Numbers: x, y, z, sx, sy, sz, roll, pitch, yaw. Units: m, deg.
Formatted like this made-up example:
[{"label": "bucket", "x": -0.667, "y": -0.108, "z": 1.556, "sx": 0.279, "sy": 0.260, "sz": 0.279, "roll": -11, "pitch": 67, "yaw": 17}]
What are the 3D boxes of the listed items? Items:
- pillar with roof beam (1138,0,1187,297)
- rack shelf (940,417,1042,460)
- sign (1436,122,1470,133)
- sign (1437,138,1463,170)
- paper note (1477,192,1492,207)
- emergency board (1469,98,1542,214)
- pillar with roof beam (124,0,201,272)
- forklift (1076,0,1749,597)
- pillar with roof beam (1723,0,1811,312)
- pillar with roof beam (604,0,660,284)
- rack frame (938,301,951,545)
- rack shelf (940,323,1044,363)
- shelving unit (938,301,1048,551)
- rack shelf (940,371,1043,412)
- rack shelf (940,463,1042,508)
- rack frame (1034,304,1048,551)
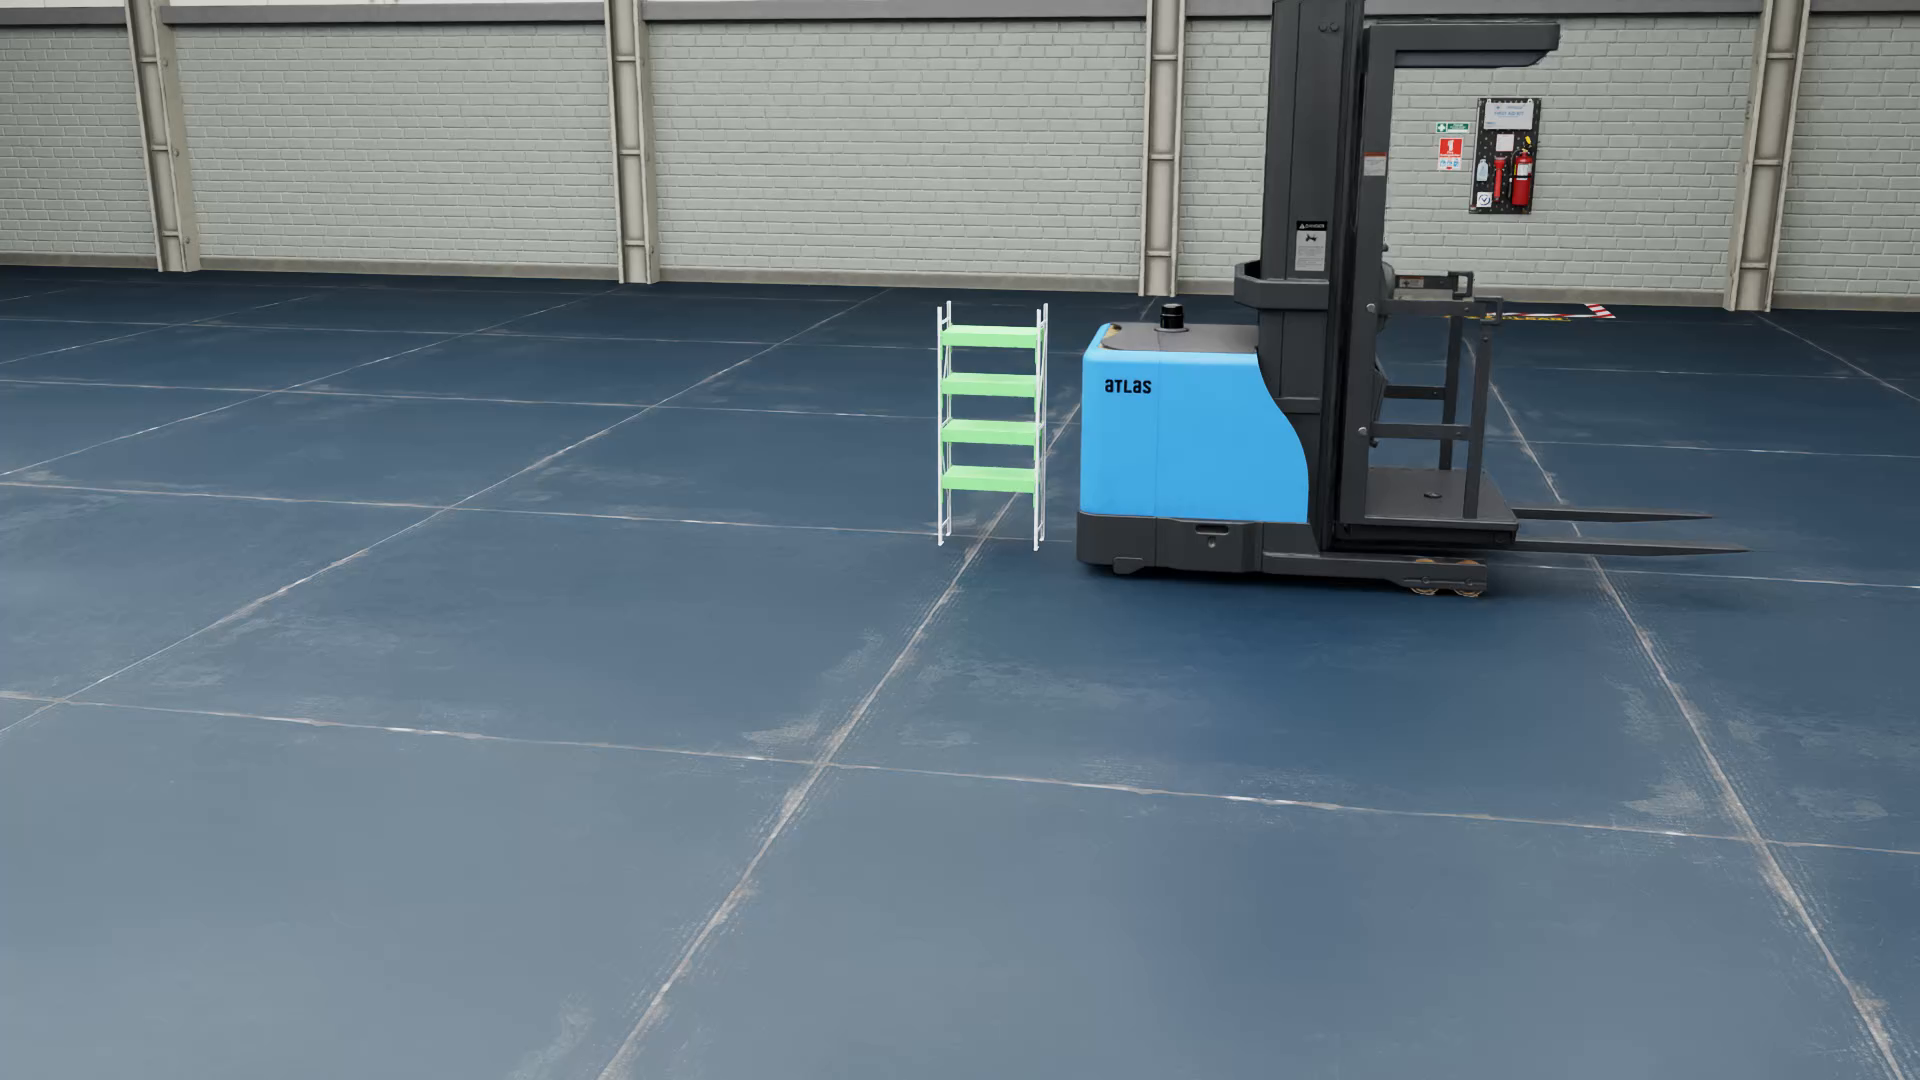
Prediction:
[{"label": "pillar with roof beam", "x": 1.304, "y": -5.890, "z": 12.899, "sx": 0.400, "sy": 9.000, "sz": 9.100, "roll": 3, "pitch": 16, "yaw": 11}, {"label": "rack shelf", "x": 0.162, "y": -0.508, "z": 8.317, "sx": 0.480, "sy": 0.148, "sz": 0.258, "roll": 3, "pitch": 16, "yaw": 11}, {"label": "sign", "x": 5.109, "y": -4.274, "z": 17.242, "sx": 0.331, "sy": 0.109, "sz": 0.001, "roll": 3, "pitch": 16, "yaw": 11}, {"label": "sign", "x": 5.107, "y": -4.021, "z": 17.322, "sx": 0.234, "sy": 0.329, "sz": 0.001, "roll": 3, "pitch": 16, "yaw": 11}, {"label": "paper note", "x": 5.468, "y": -3.550, "z": 17.340, "sx": 0.142, "sy": 0.148, "sz": 0.016, "roll": 3, "pitch": 16, "yaw": 11}, {"label": "emergency board", "x": 5.628, "y": -3.947, "z": 17.124, "sx": 0.643, "sy": 1.169, "sz": 0.194, "roll": 3, "pitch": 16, "yaw": 11}, {"label": "pillar with roof beam", "x": -10.455, "y": -6.529, "z": 15.203, "sx": 0.400, "sy": 9.000, "sz": 9.100, "roll": 3, "pitch": 16, "yaw": 11}, {"label": "forklift", "x": 2.118, "y": -1.306, "z": 7.715, "sx": 3.031, "sy": 2.935, "sz": 1.130, "roll": 3, "pitch": 16, "yaw": 9}, {"label": "pillar with roof beam", "x": 7.184, "y": -5.571, "z": 11.747, "sx": 0.400, "sy": 9.000, "sz": 9.100, "roll": 3, "pitch": 16, "yaw": 11}, {"label": "pillar with roof beam", "x": -4.575, "y": -6.209, "z": 14.051, "sx": 0.400, "sy": 9.000, "sz": 9.100, "roll": 3, "pitch": 16, "yaw": 11}, {"label": "rack frame", "x": -0.077, "y": -0.582, "z": 8.347, "sx": 0.015, "sy": 1.200, "sz": 0.240, "roll": 3, "pitch": 16, "yaw": 11}, {"label": "rack shelf", "x": 0.162, "y": -0.970, "z": 8.189, "sx": 0.480, "sy": 0.148, "sz": 0.258, "roll": 3, "pitch": 16, "yaw": 11}, {"label": "shelving unit", "x": 0.162, "y": -0.569, "z": 8.300, "sx": 0.503, "sy": 1.200, "sz": 0.258, "roll": 3, "pitch": 16, "yaw": 11}, {"label": "rack shelf", "x": 0.162, "y": -0.739, "z": 8.253, "sx": 0.480, "sy": 0.148, "sz": 0.258, "roll": 3, "pitch": 16, "yaw": 11}, {"label": "rack shelf", "x": 0.162, "y": -0.277, "z": 8.381, "sx": 0.480, "sy": 0.148, "sz": 0.258, "roll": 3, "pitch": 16, "yaw": 11}, {"label": "rack frame", "x": 0.401, "y": -0.556, "z": 8.253, "sx": 0.015, "sy": 1.200, "sz": 0.240, "roll": 3, "pitch": 16, "yaw": 11}]
